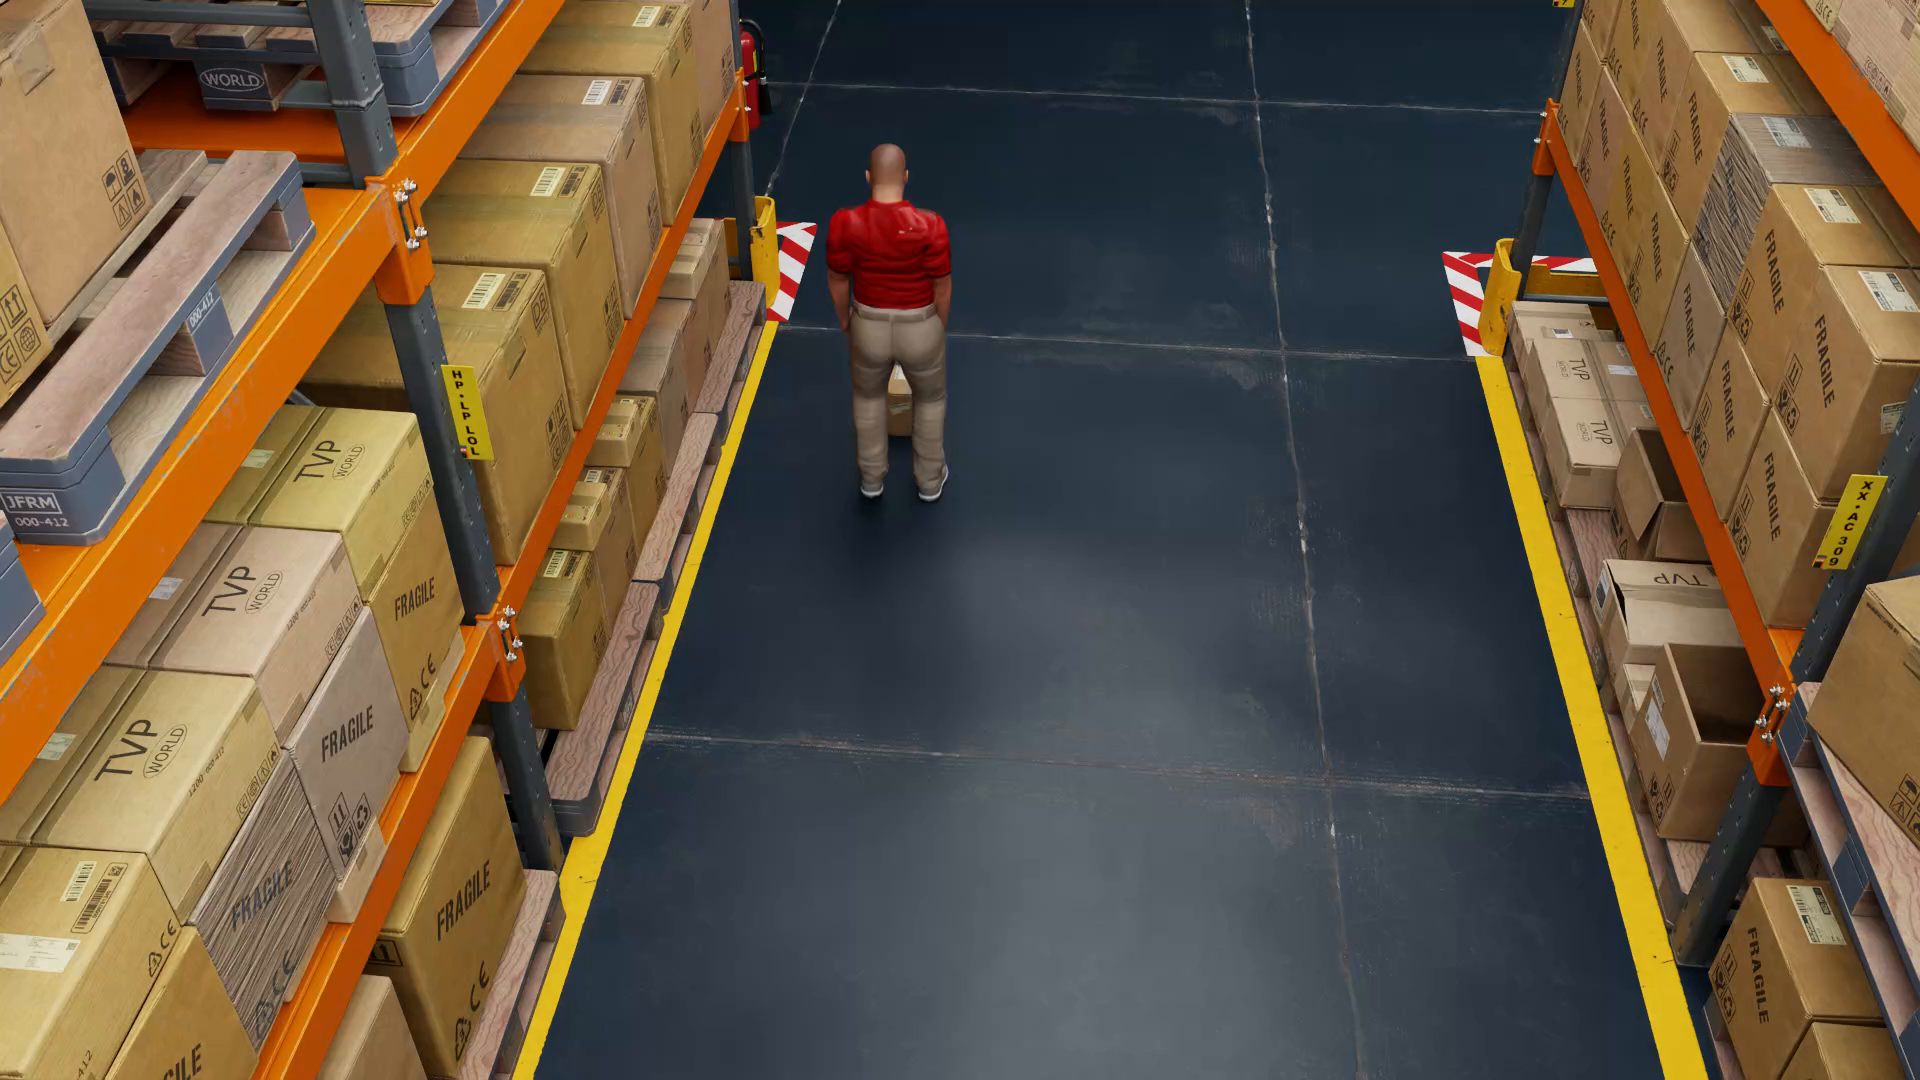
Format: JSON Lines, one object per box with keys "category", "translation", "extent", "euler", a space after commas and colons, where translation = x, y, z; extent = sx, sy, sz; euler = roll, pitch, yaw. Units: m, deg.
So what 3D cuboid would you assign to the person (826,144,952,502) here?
{"category": "person", "translation": [-0.298, -0.931, 7.306], "extent": [0.538, 1.712, 0.340], "euler": [4, 40, 5]}
